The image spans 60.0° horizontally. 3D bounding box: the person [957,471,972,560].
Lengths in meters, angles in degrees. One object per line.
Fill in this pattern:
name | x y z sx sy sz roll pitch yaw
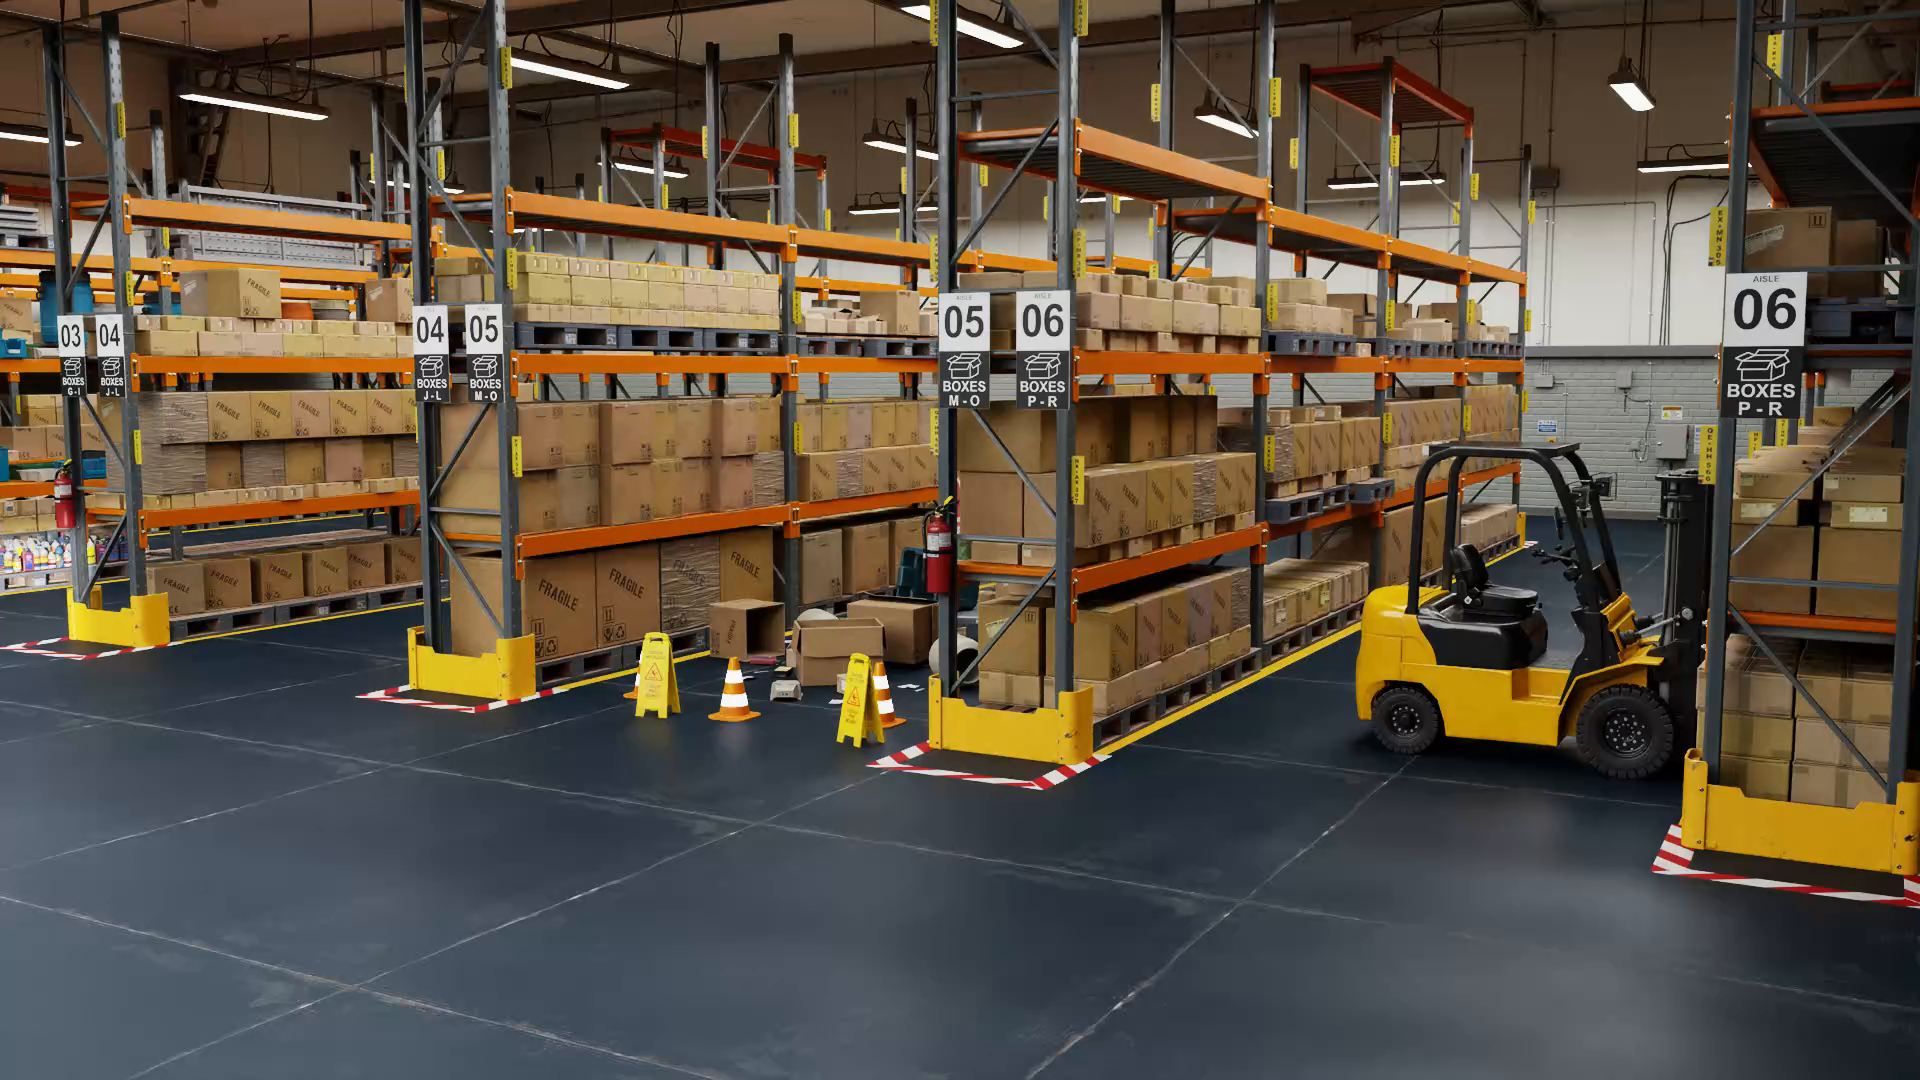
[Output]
person | 0.080 -0.081 18.152 0.565 1.787 0.638 3 7 29
